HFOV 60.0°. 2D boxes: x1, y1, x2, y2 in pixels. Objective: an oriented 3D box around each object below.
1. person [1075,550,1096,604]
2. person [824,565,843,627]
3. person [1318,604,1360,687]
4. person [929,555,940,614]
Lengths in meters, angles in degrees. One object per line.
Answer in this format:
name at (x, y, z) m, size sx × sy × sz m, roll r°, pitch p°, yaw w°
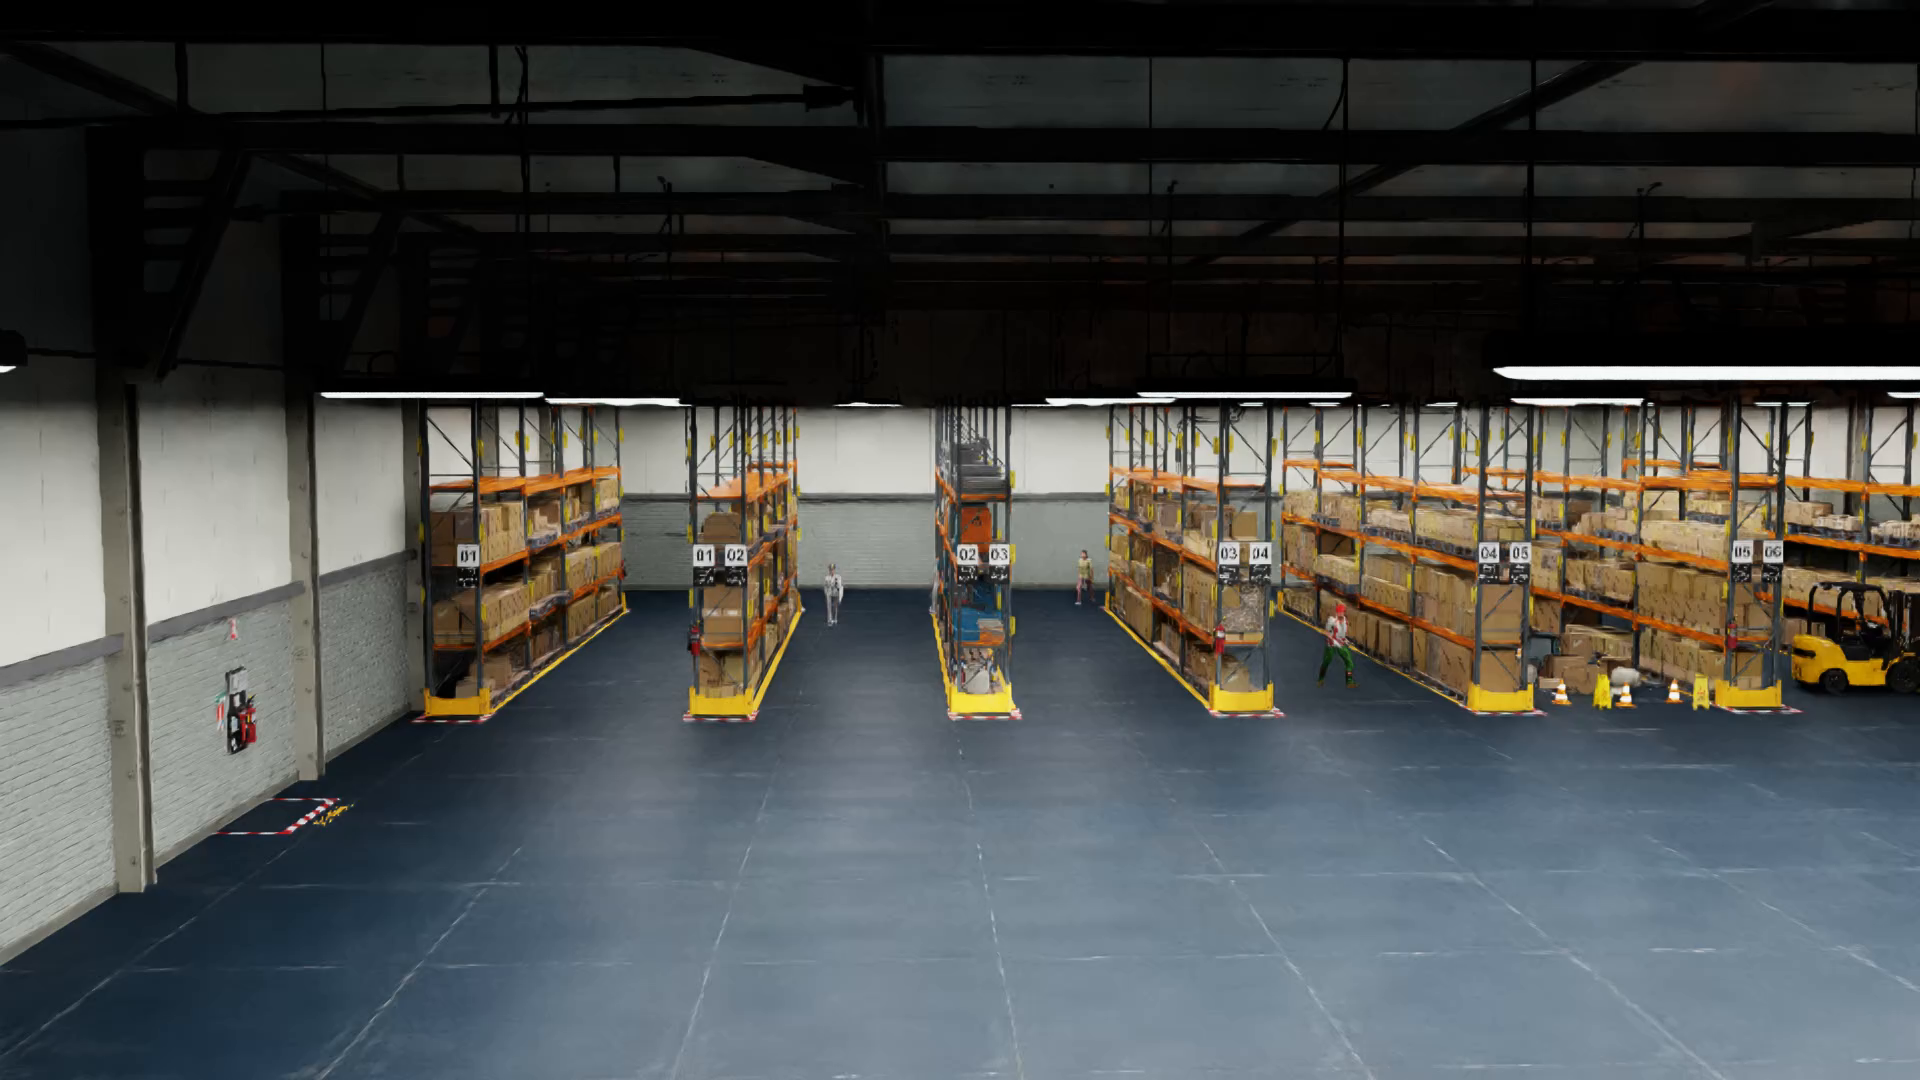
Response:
person at (3.694, 1.073, 48.870) m, size 0.491 × 1.610 × 0.949 m, roll 2°, pitch 5°, yaw 19°
person at (-3.337, 1.449, 43.904) m, size 0.502 × 1.624 × 0.996 m, roll 0°, pitch 5°, yaw -3°
person at (7.757, 2.160, 34.242) m, size 0.675 × 1.720 × 0.842 m, roll -2°, pitch 5°, yaw -19°
person at (-0.519, 1.226, 46.268) m, size 0.495 × 1.630 × 0.962 m, roll 2°, pitch 5°, yaw 19°
